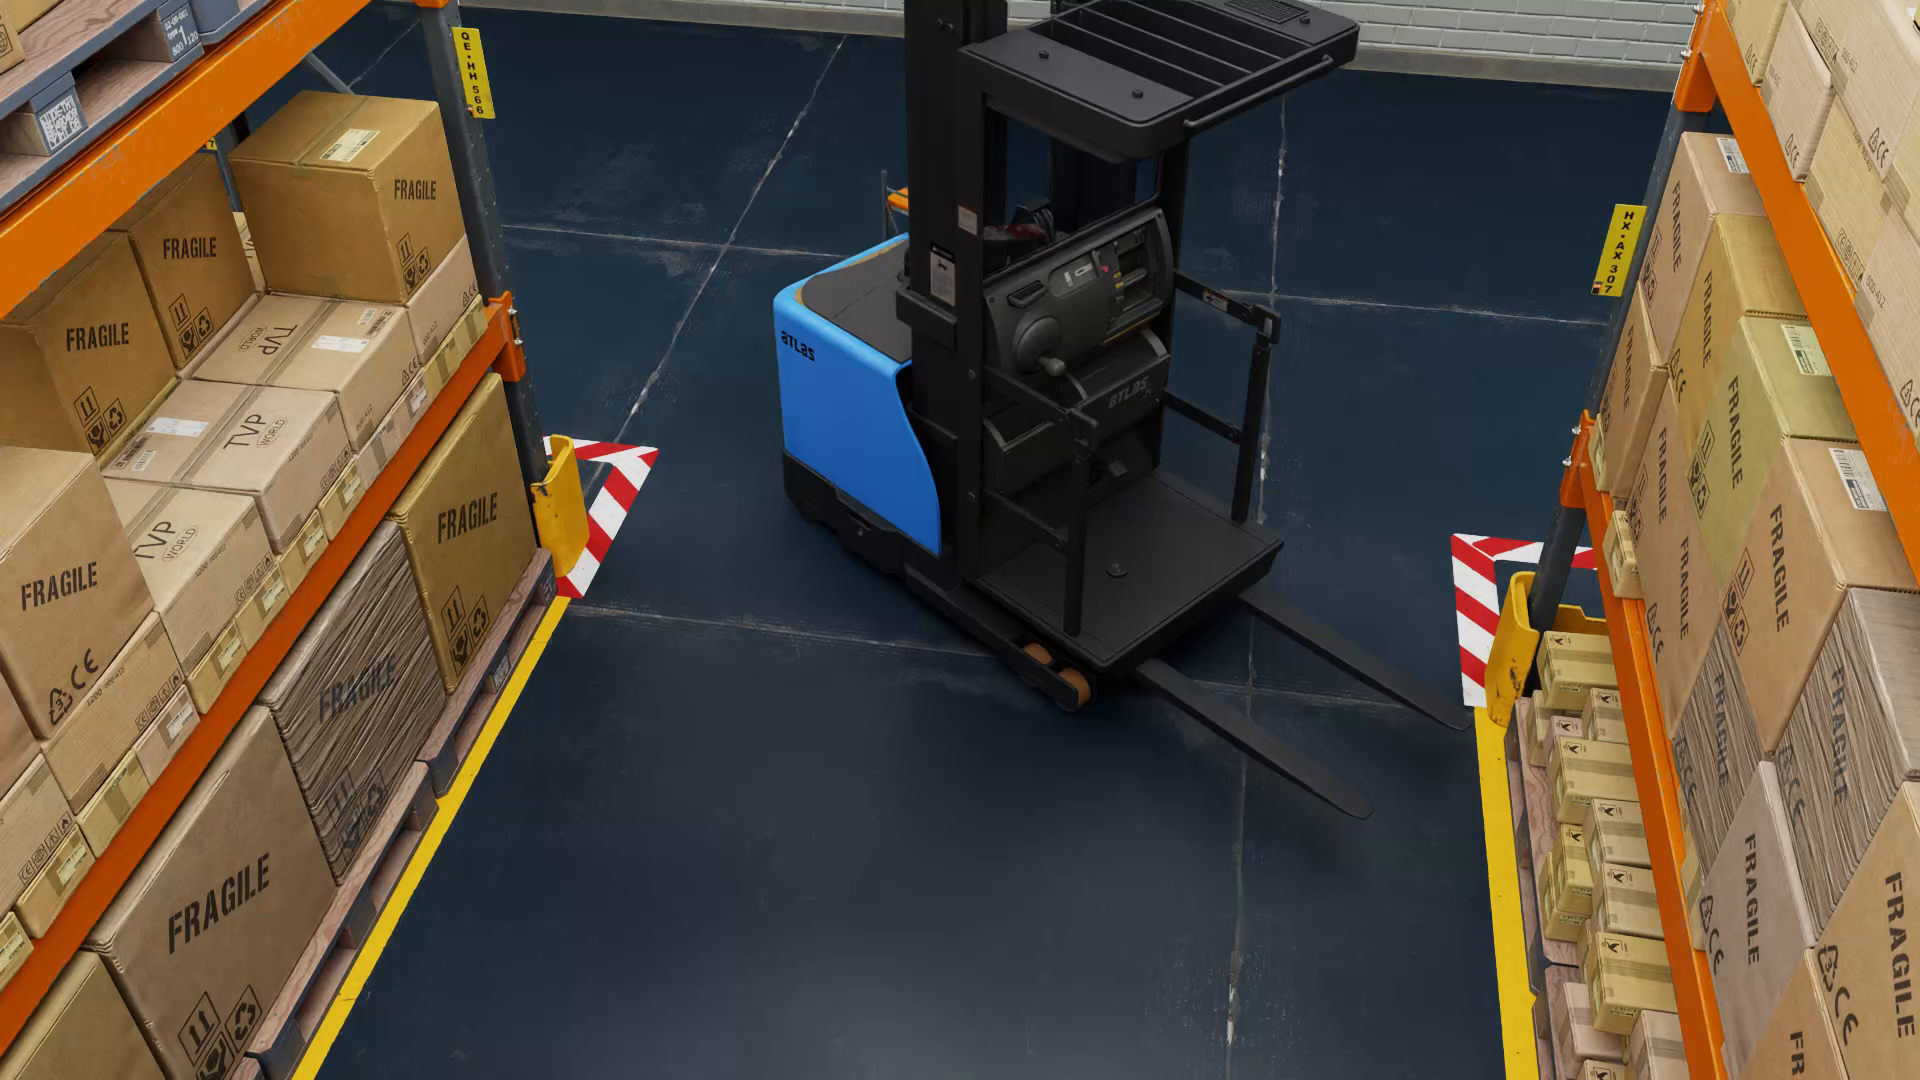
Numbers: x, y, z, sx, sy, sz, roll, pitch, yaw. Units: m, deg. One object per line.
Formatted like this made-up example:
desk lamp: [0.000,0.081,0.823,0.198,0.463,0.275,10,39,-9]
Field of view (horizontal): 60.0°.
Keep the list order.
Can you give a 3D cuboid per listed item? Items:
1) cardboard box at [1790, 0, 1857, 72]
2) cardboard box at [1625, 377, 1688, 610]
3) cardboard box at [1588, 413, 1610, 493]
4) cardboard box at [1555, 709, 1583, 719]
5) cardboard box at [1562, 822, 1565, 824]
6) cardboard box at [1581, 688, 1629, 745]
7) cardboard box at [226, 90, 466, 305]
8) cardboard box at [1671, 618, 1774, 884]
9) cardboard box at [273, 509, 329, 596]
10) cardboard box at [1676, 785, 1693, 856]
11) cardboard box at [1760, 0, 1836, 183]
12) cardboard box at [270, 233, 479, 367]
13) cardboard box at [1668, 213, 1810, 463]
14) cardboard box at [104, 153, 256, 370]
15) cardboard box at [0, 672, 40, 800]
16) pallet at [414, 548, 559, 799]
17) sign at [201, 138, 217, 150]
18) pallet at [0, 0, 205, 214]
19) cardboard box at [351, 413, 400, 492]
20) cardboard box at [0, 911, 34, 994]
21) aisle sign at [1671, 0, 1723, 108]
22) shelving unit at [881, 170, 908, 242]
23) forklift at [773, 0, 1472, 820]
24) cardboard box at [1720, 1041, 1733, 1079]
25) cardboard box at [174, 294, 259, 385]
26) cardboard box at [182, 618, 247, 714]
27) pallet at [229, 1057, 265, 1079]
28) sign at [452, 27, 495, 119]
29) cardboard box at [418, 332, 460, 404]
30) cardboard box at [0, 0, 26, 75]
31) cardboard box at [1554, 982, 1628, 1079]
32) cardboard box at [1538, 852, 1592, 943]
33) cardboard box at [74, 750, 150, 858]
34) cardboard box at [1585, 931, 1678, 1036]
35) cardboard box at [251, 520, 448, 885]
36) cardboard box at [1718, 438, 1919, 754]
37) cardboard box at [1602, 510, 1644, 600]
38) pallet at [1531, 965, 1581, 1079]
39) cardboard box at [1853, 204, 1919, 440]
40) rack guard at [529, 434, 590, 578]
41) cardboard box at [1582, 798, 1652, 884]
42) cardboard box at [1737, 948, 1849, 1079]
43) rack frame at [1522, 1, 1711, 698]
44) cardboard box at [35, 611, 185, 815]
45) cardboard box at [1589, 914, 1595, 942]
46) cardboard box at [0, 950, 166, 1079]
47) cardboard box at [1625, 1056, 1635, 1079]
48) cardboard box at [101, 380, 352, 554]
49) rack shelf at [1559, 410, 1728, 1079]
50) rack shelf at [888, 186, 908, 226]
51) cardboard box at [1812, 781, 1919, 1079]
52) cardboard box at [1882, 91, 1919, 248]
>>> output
cardboard box: [2.230,-1.250,3.779,0.500,0.250,0.500,6,40,7]
cardboard box: [2.234,-0.097,4.701,0.500,0.500,0.500,6,40,8]
cardboard box: [2.272,-0.270,5.419,0.380,0.149,0.250,6,40,7]
cardboard box: [2.308,0.589,5.858,0.380,0.149,0.250,8,40,10]
cardboard box: [2.281,0.870,5.751,0.380,0.149,0.250,6,40,7]
cardboard box: [2.297,0.652,5.549,0.380,0.149,0.250,7,40,8]
cardboard box: [-2.042,-1.155,5.589,0.500,0.500,0.500,7,40,8]
cardboard box: [2.055,0.530,3.943,0.500,0.500,0.500,5,40,7]
cardboard box: [-2.173,0.017,5.073,0.380,0.149,0.250,7,40,8]
cardboard box: [2.053,0.715,4.228,0.380,0.149,0.250,8,40,9]
cardboard box: [2.226,-1.048,3.927,0.500,0.250,0.500,8,40,9]
cardboard box: [-2.039,-0.867,5.829,0.500,0.250,0.500,6,40,7]
cardboard box: [2.231,-0.502,4.407,0.500,0.500,0.500,7,40,9]
cardboard box: [-2.652,-0.904,5.286,0.500,0.500,0.500,5,40,7]
cardboard box: [-2.481,0.440,3.659,0.500,0.500,0.500,6,40,8]
pallet: [-2.278,0.441,6.551,1.003,0.211,1.213,6,40,8]
sign: [-2.762,-1.573,6.057,0.100,0.325,0.005,6,40,8]
pallet: [-2.543,-1.031,3.859,1.003,0.211,1.213,6,40,8]
cardboard box: [-2.086,-0.309,5.467,0.380,0.149,0.250,7,40,8]
cardboard box: [-2.439,0.984,3.903,0.380,0.149,0.250,8,40,9]
aisle sign: [2.369,-1.614,4.808,0.394,0.787,0.004,6,40,8]
shelving unit: [-0.094,-1.241,7.810,0.258,1.200,0.503,28,47,30]
forklift: [0.595,-0.841,5.967,1.130,2.935,3.031,-31,49,-32]
cardboard box: [1.907,1.201,3.641,0.380,0.149,0.250,5,40,6]
cardboard box: [-2.649,-0.602,5.509,0.500,0.250,0.500,6,40,7]
cardboard box: [-2.262,0.336,4.687,0.380,0.149,0.250,5,40,6]
pallet: [-2.700,1.973,4.698,1.003,0.211,1.213,6,40,8]
sign: [-1.684,-1.613,5.752,0.100,0.325,0.005,6,40,8]
cardboard box: [-1.997,-0.624,5.848,0.380,0.149,0.250,7,40,8]
cardboard box: [-2.505,-1.176,3.477,0.700,0.500,0.500,8,40,10]
cardboard box: [2.013,1.493,4.998,0.380,0.149,0.250,5,40,6]
cardboard box: [2.092,1.175,5.382,0.380,0.149,0.250,7,40,8]
cardboard box: [-2.351,0.658,4.297,0.380,0.149,0.250,6,40,7]
cardboard box: [2.018,1.294,4.772,0.380,0.149,0.250,7,40,8]
cardboard box: [-2.406,0.495,5.635,0.875,0.875,0.875,6,40,8]
cardboard box: [2.034,0.142,3.628,0.500,0.500,0.500,5,40,6]
cardboard box: [2.170,0.058,5.023,0.380,0.149,0.250,5,40,6]
pallet: [2.249,1.858,4.837,1.003,0.211,1.213,6,40,8]
cardboard box: [2.050,-0.401,3.144,0.500,0.250,0.500,6,40,7]
rack guard: [-2.212,-0.196,7.094,1.175,0.500,0.348,6,40,8]
cardboard box: [2.166,0.961,5.175,0.380,0.149,0.250,5,40,5]
cardboard box: [1.856,1.163,3.177,0.500,0.500,0.500,5,40,6]
rack frame: [2.651,-0.533,5.541,1.000,3.000,0.127,6,40,8]
cardboard box: [-2.394,0.406,4.289,0.500,0.250,0.500,7,40,9]
cardboard box: [2.146,1.244,5.065,0.380,0.149,0.250,5,40,6]
cardboard box: [-2.715,1.618,4.277,0.875,0.875,0.875,6,40,8]
cardboard box: [2.083,1.588,4.650,0.380,0.149,0.250,8,40,10]
cardboard box: [-2.215,-0.230,5.058,0.500,0.250,0.500,5,40,6]
rack shelf: [2.305,0.999,4.252,1.077,0.370,4.000,6,40,8]
rack shelf: [-0.094,-1.544,7.559,0.258,0.148,0.480,28,47,30]
cardboard box: [1.858,0.788,2.846,0.500,0.500,0.500,5,40,6]
cardboard box: [2.045,-0.616,3.013,0.500,0.250,0.500,5,40,6]
